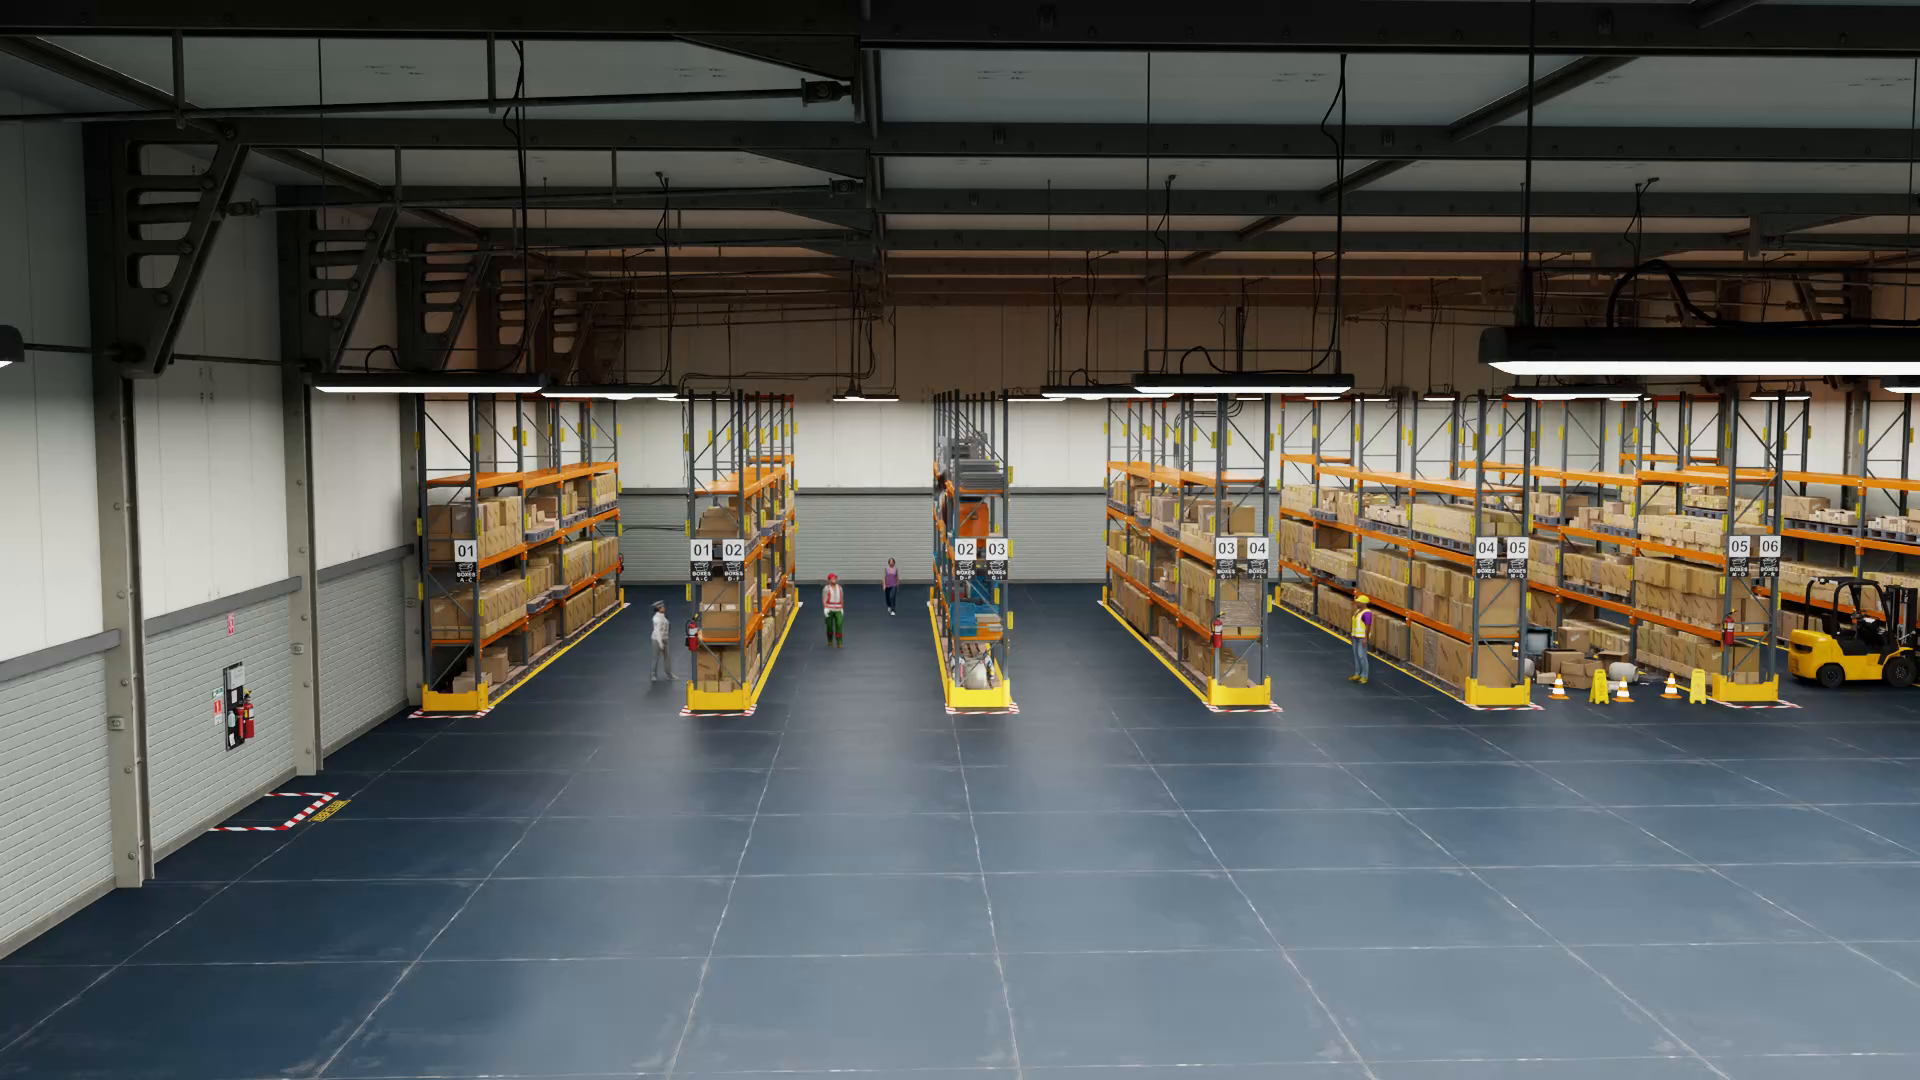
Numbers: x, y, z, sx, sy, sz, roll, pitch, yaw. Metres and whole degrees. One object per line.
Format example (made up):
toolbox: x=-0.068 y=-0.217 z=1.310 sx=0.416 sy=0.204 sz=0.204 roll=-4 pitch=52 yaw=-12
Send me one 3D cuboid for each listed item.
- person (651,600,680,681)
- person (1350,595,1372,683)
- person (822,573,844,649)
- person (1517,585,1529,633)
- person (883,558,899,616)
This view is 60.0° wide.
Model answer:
person: x=-6.158 y=2.085 z=34.433 sx=0.564 sy=1.681 sz=0.507 roll=2 pitch=5 yaw=27
person: x=8.294 y=2.043 z=34.425 sx=0.415 sy=1.803 sz=0.603 roll=-2 pitch=5 yaw=-21
person: x=-2.956 y=1.651 z=38.906 sx=0.538 sy=1.727 sz=1.007 roll=-1 pitch=5 yaw=-9
person: x=13.056 y=1.789 z=38.663 sx=0.332 sy=1.605 sz=0.462 roll=3 pitch=6 yaw=36
person: x=-1.869 y=1.252 z=45.255 sx=0.425 sy=1.551 sz=0.860 roll=0 pitch=5 yaw=4
